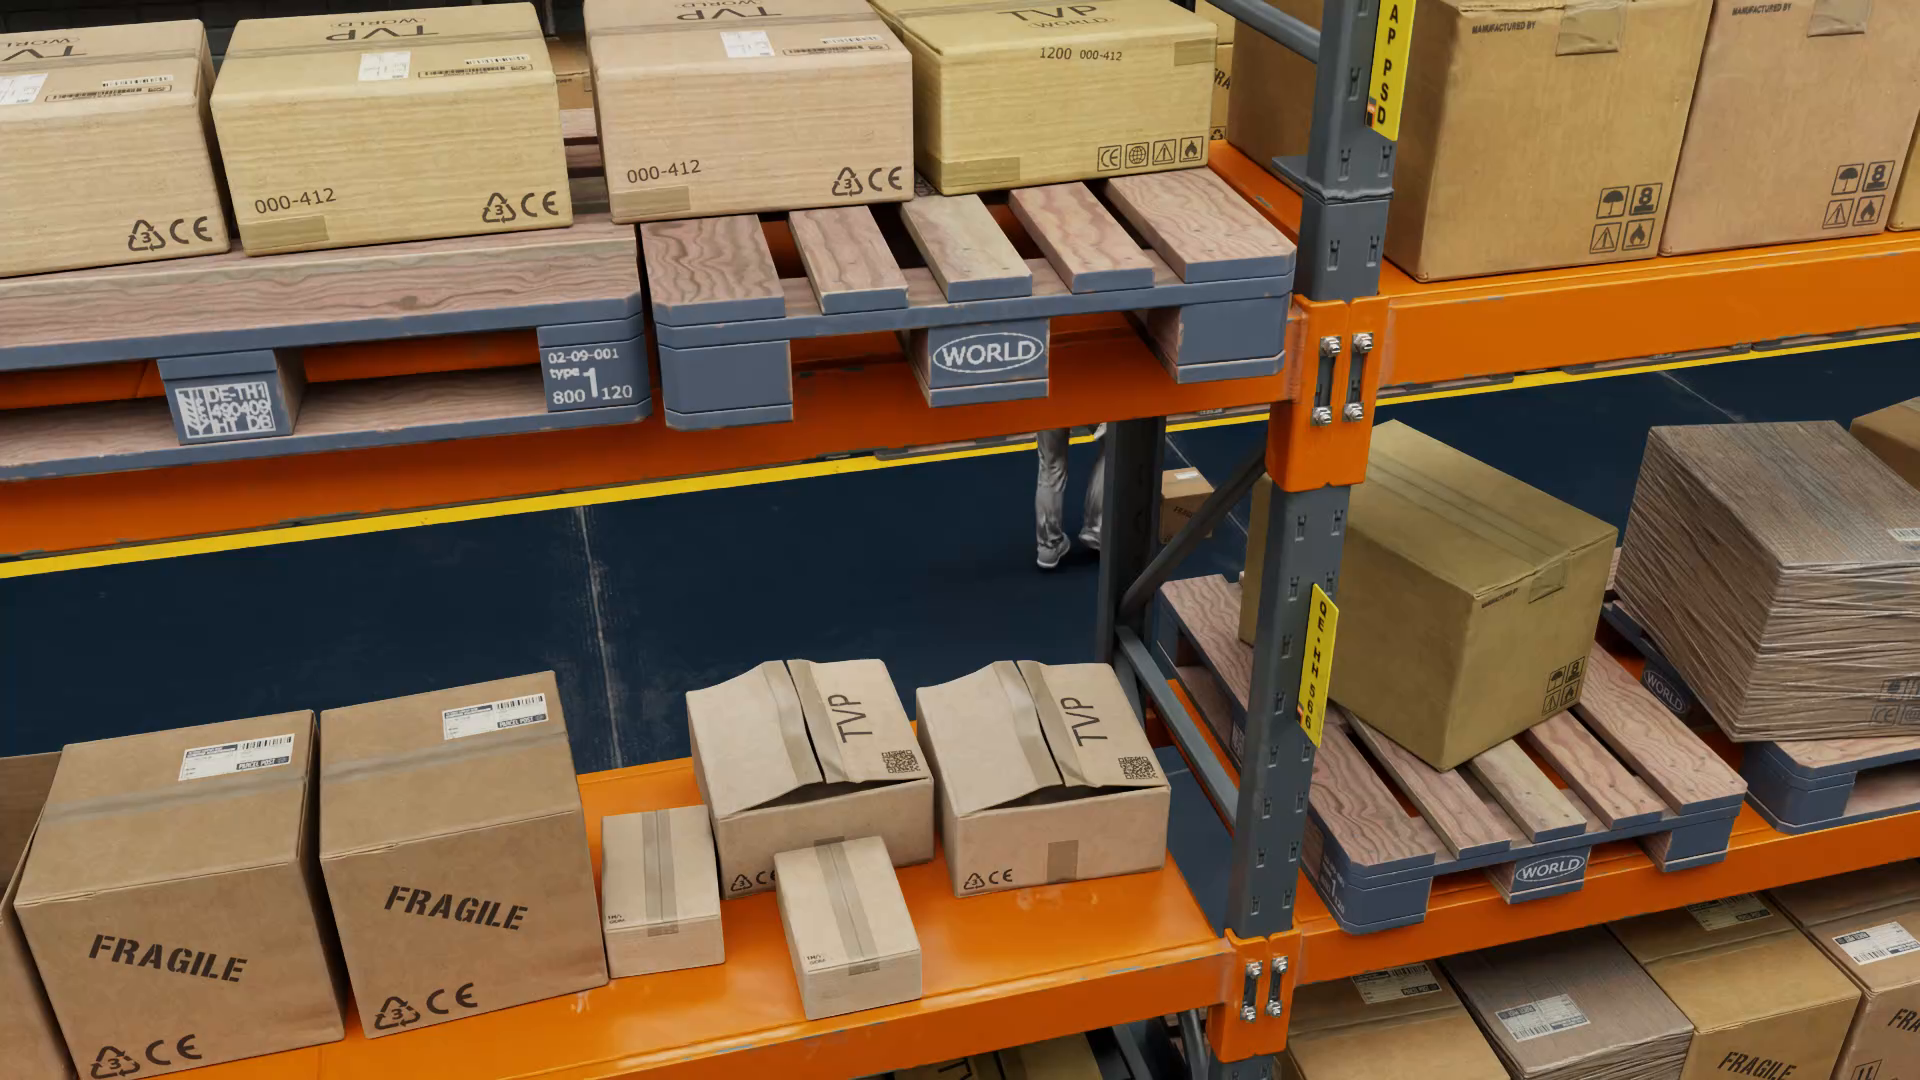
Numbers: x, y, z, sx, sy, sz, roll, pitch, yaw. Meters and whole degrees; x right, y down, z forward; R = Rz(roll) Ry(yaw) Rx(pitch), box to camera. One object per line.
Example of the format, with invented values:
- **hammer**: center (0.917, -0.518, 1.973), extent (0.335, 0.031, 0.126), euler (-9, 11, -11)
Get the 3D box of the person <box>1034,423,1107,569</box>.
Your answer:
- **person**: center (0.503, -0.650, 7.230), extent (0.501, 1.733, 0.449), euler (13, 33, 22)
